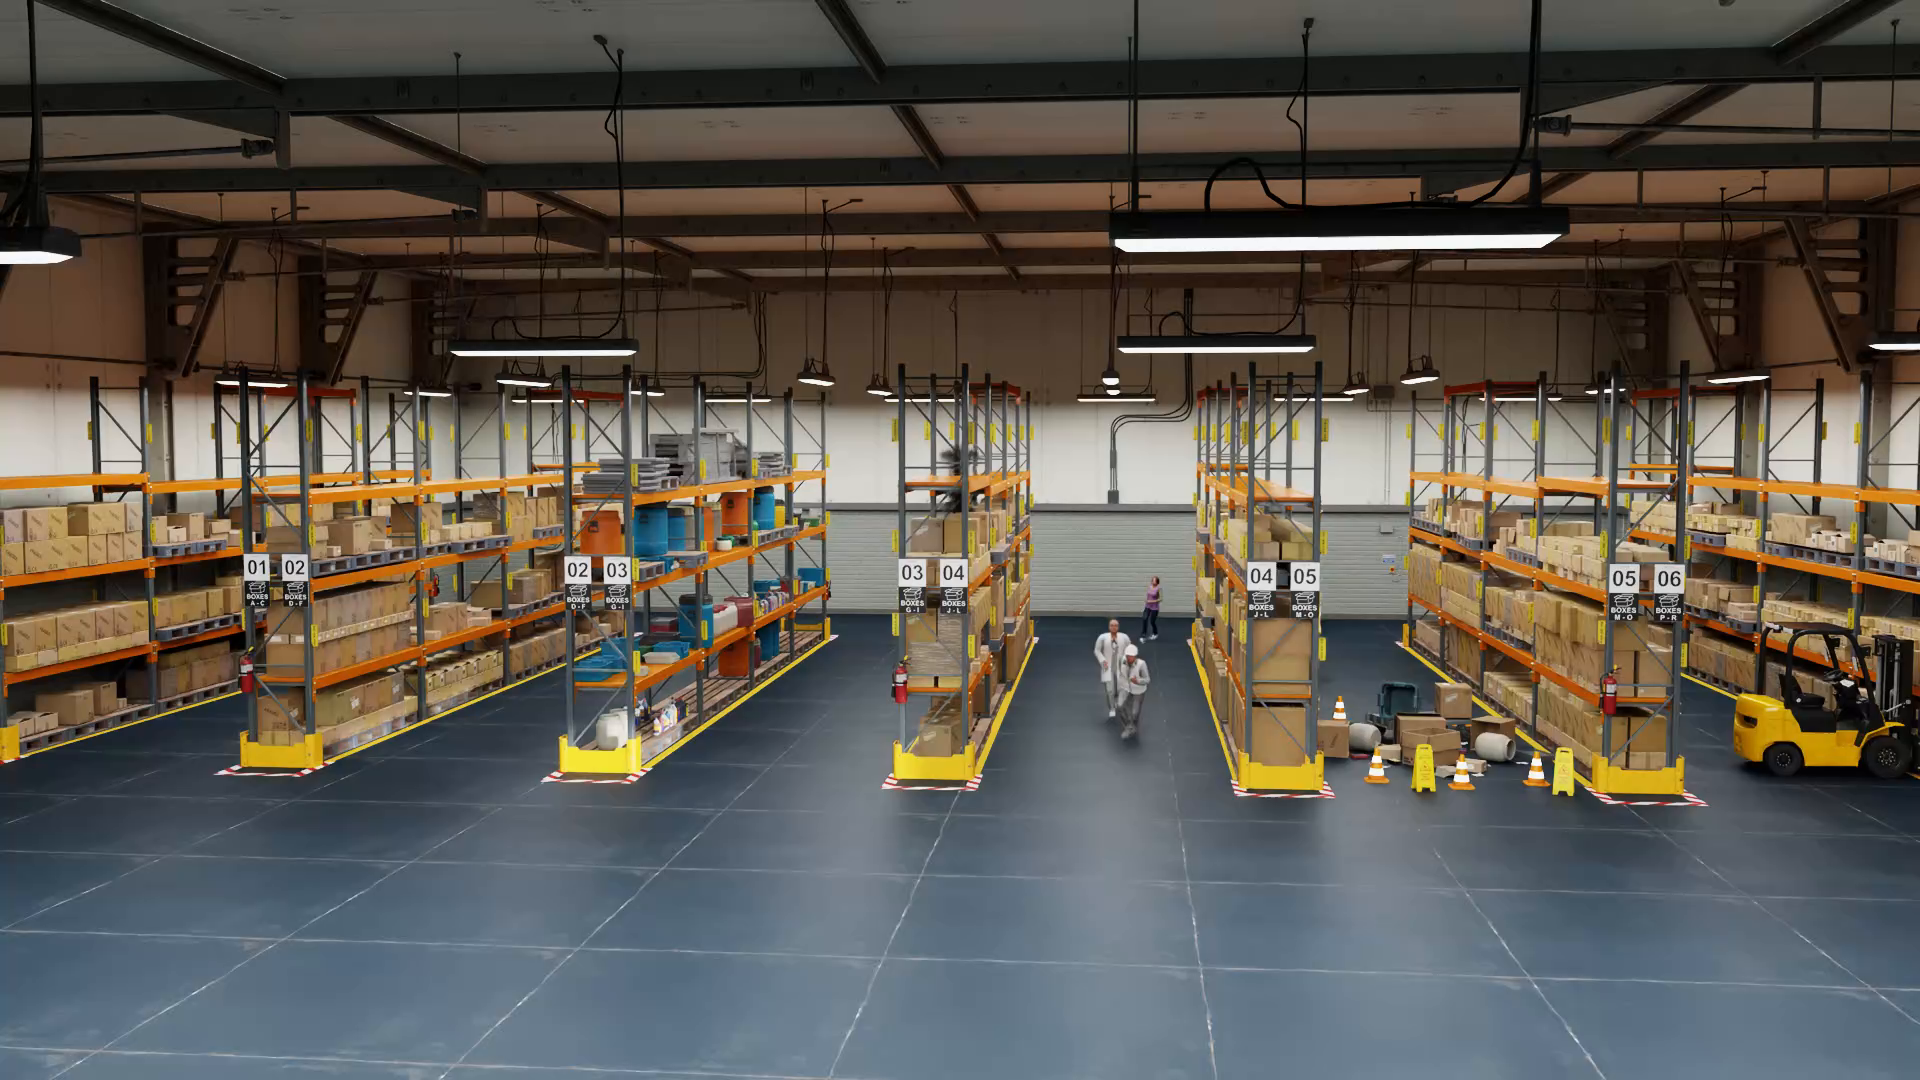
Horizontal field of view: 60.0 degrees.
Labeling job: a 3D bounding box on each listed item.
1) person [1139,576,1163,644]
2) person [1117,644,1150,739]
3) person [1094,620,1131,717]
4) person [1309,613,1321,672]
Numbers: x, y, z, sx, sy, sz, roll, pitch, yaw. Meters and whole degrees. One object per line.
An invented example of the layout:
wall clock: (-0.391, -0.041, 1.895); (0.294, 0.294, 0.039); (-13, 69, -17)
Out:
person: (4.636, 1.666, 39.730); (0.534, 1.613, 0.727); (3, 4, 35)
person: (2.851, 2.441, 27.224); (0.620, 1.558, 1.130); (1, 4, 18)
person: (2.718, 2.260, 29.378); (0.702, 1.723, 0.651); (0, 4, -5)
person: (7.349, 2.003, 35.060); (0.684, 1.468, 0.989); (-1, 4, -10)
